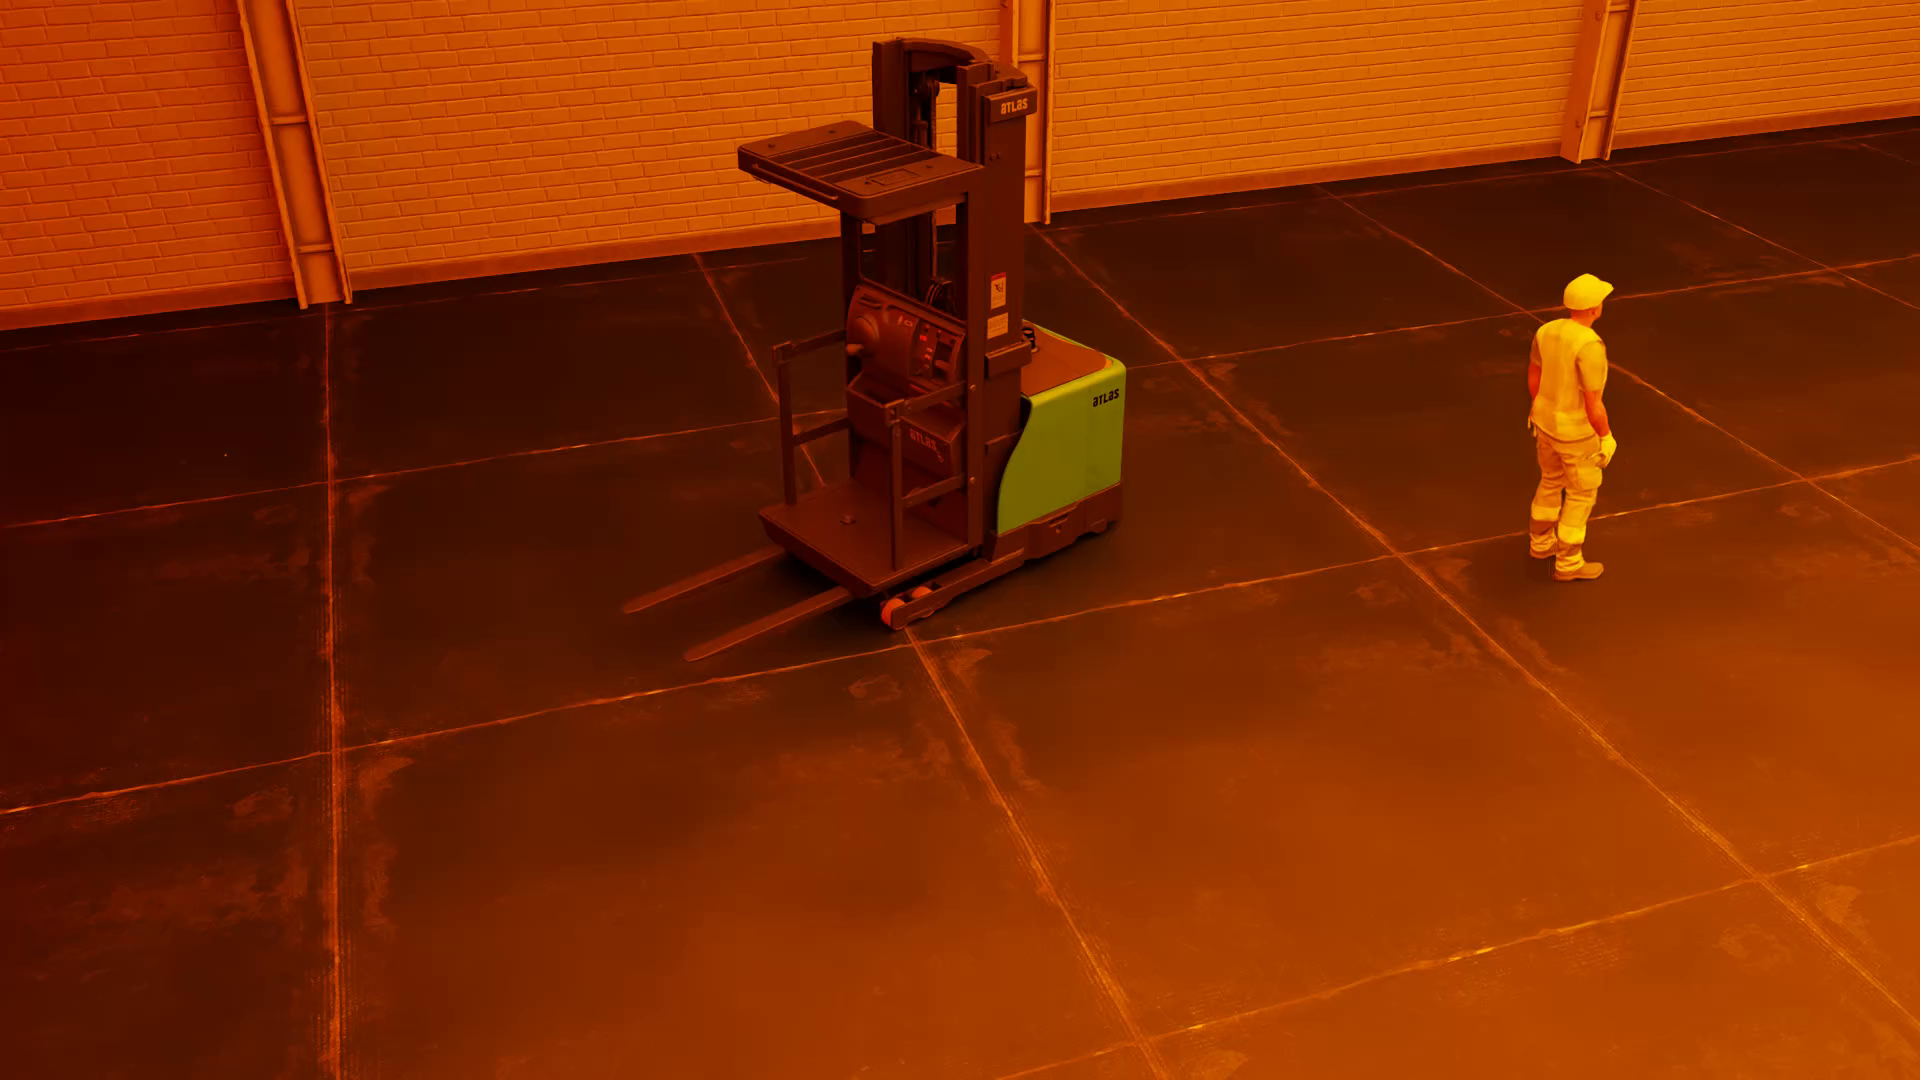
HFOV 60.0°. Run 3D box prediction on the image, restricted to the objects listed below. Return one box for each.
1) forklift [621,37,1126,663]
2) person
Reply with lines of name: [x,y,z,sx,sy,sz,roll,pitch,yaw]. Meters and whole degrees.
forklift: [-0.461,-1.072,8.951,3.031,2.935,1.130,-23,37,-34]
person: [3.458,-0.633,9.344,0.478,1.802,0.633,-9,31,-16]
